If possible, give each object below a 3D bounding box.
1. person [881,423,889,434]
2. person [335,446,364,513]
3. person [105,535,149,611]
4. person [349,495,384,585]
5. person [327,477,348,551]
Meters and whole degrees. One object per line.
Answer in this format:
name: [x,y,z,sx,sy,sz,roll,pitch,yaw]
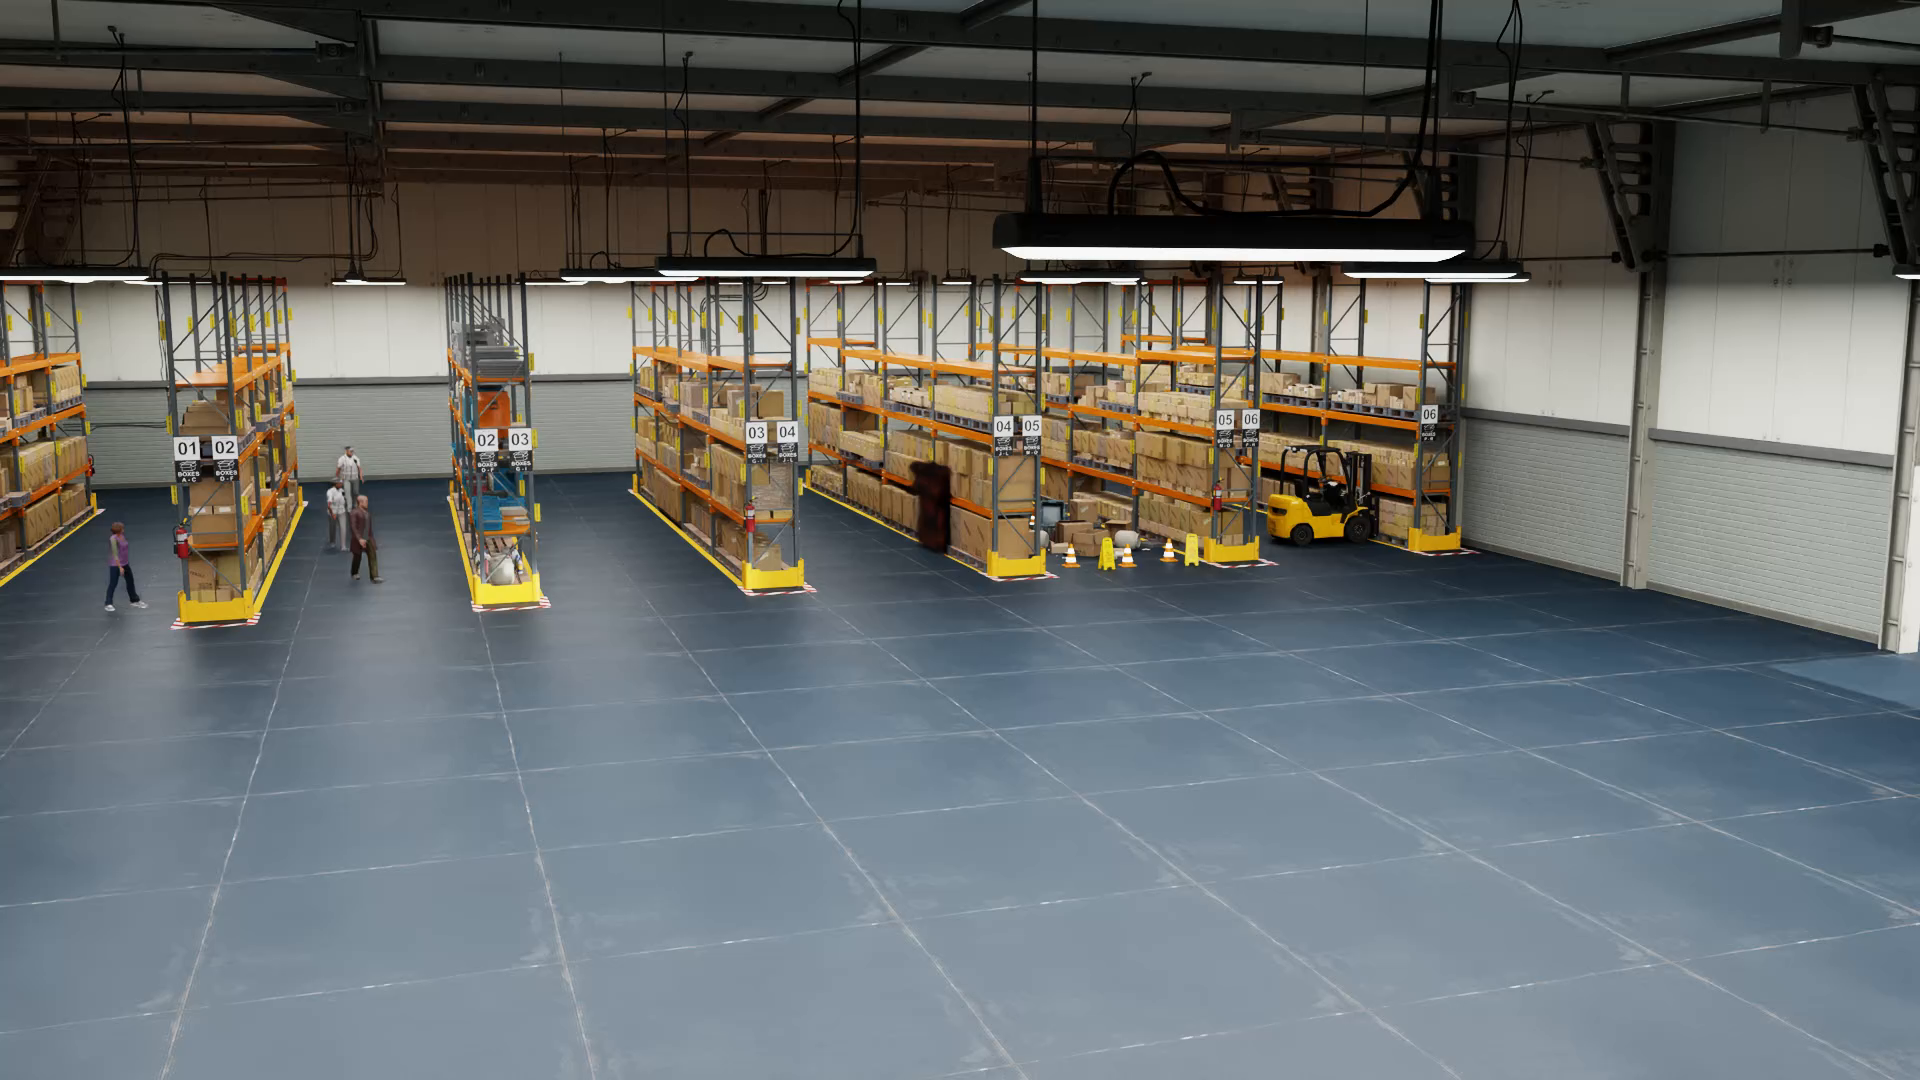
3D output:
person: [-2.318,-2.584,49.171,0.387,1.785,0.606,-8,12,-43]
person: [-15.771,-1.589,42.929,0.702,1.708,1.086,-4,9,-22]
person: [-15.005,0.577,29.784,0.587,1.365,0.553,1,9,6]
person: [-11.616,-0.006,32.340,0.535,1.728,1.105,-7,11,-39]
person: [-13.661,-0.574,36.477,0.414,1.625,0.977,-4,10,-27]
